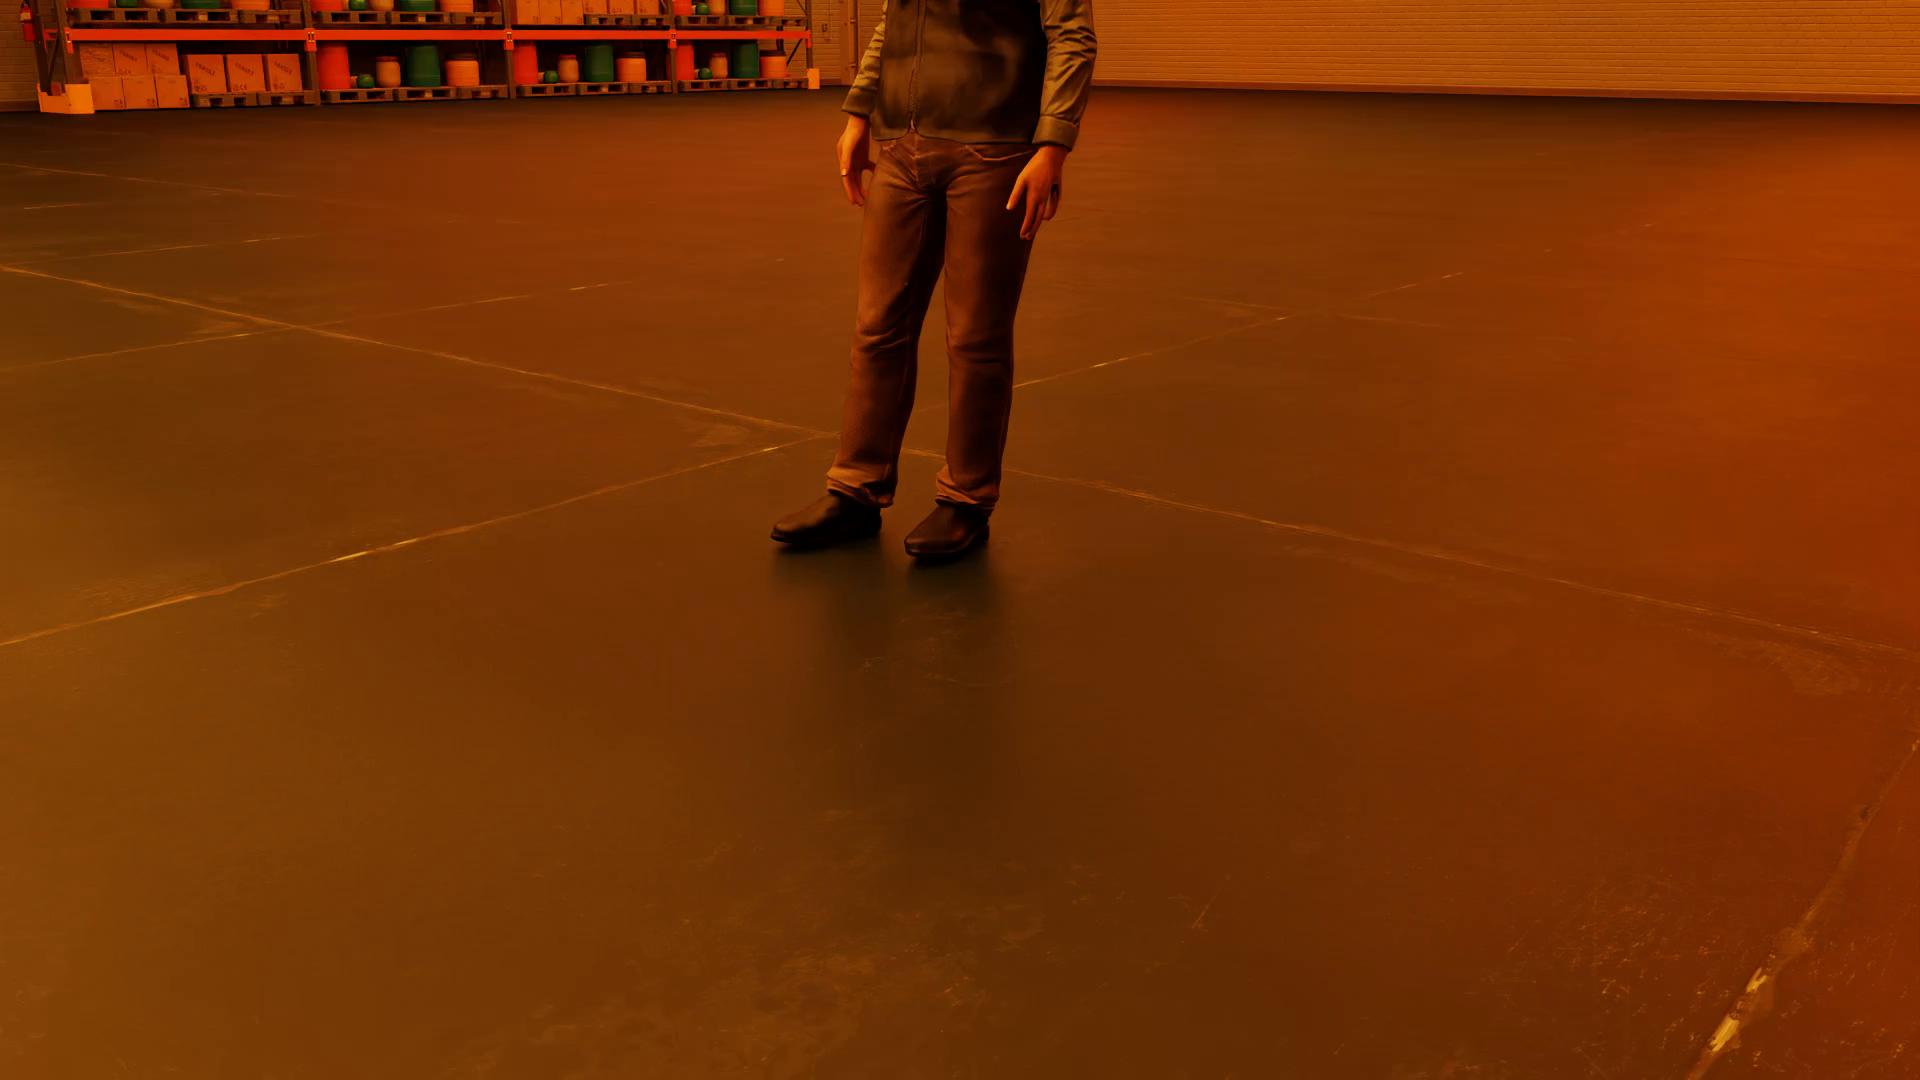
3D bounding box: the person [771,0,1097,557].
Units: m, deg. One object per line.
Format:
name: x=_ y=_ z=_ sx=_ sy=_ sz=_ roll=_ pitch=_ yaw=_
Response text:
person: x=-0.046 y=-0.818 z=3.648 sx=0.634 sy=1.722 sz=0.566 roll=13 pitch=21 yaw=37
